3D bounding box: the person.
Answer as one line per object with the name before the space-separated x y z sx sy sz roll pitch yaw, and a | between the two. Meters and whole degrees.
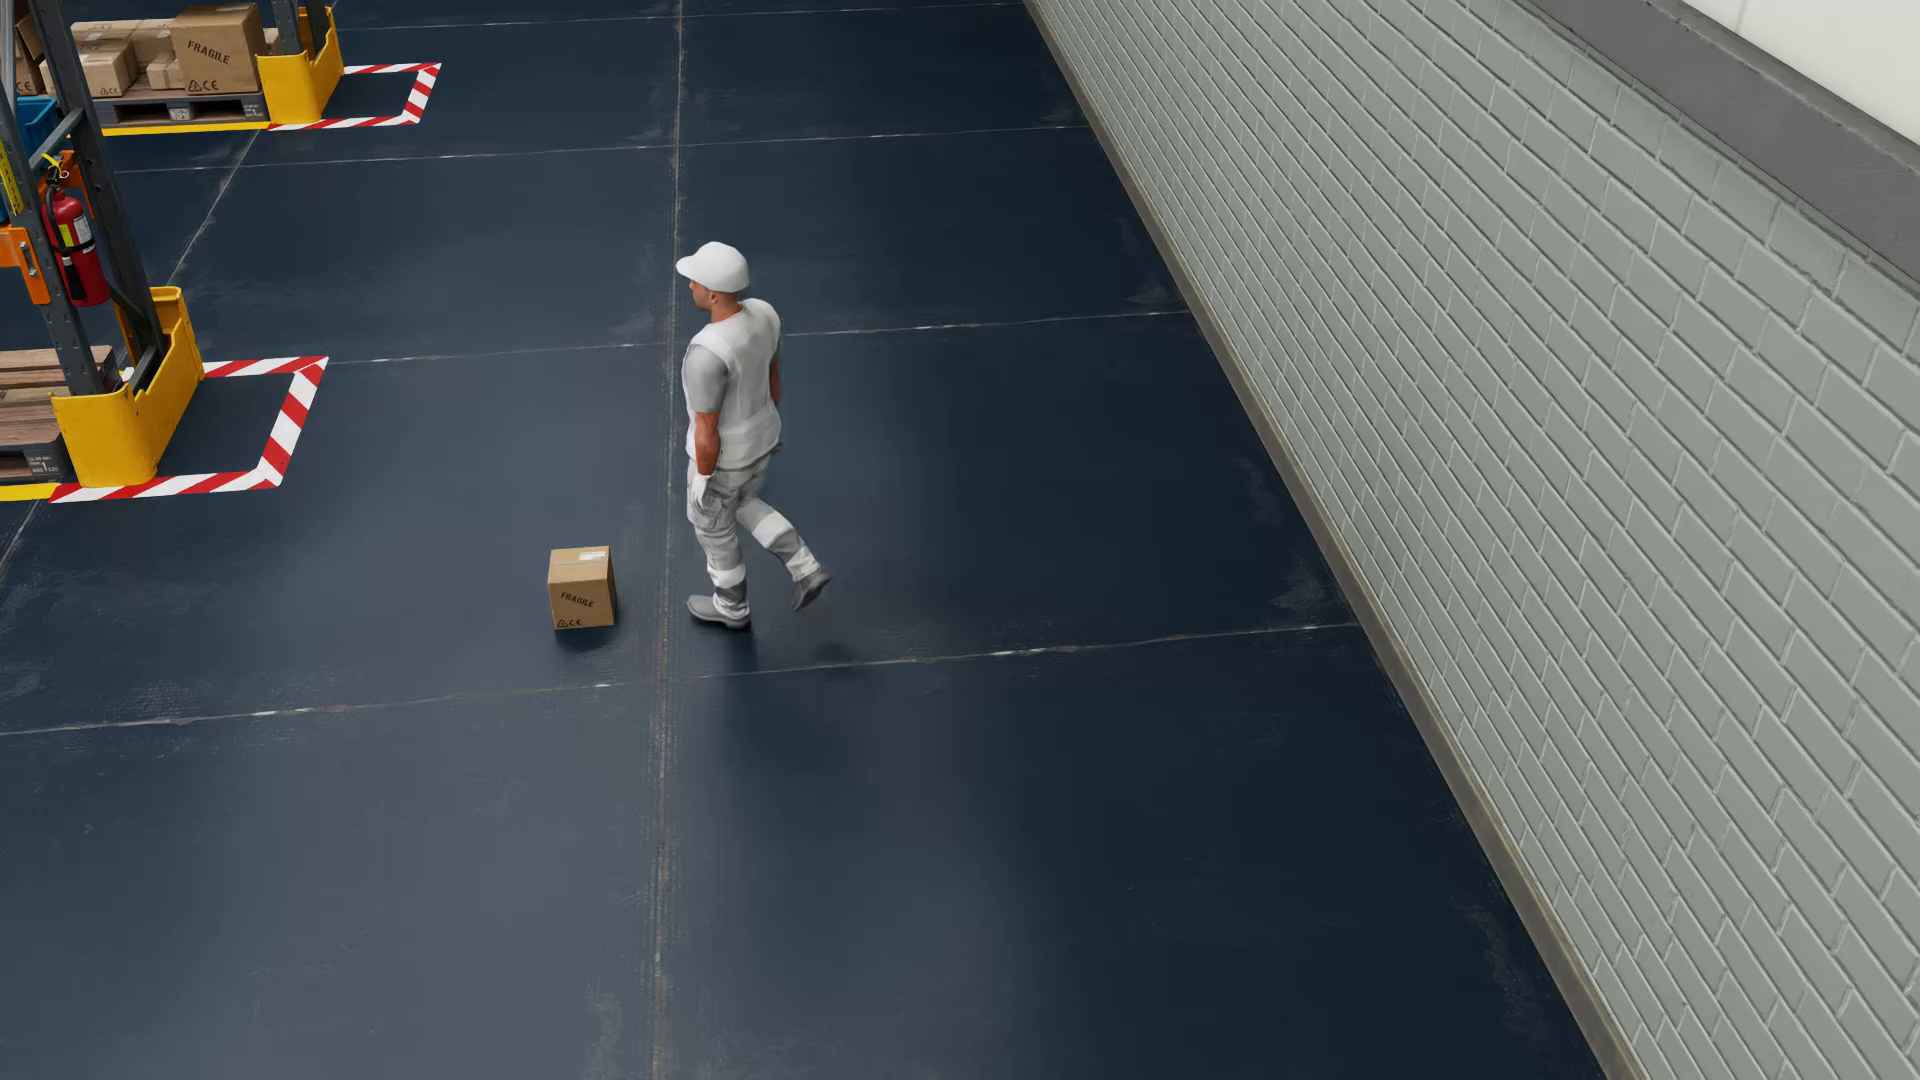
person | -0.884 -0.366 6.632 0.645 1.779 0.579 18 38 24
